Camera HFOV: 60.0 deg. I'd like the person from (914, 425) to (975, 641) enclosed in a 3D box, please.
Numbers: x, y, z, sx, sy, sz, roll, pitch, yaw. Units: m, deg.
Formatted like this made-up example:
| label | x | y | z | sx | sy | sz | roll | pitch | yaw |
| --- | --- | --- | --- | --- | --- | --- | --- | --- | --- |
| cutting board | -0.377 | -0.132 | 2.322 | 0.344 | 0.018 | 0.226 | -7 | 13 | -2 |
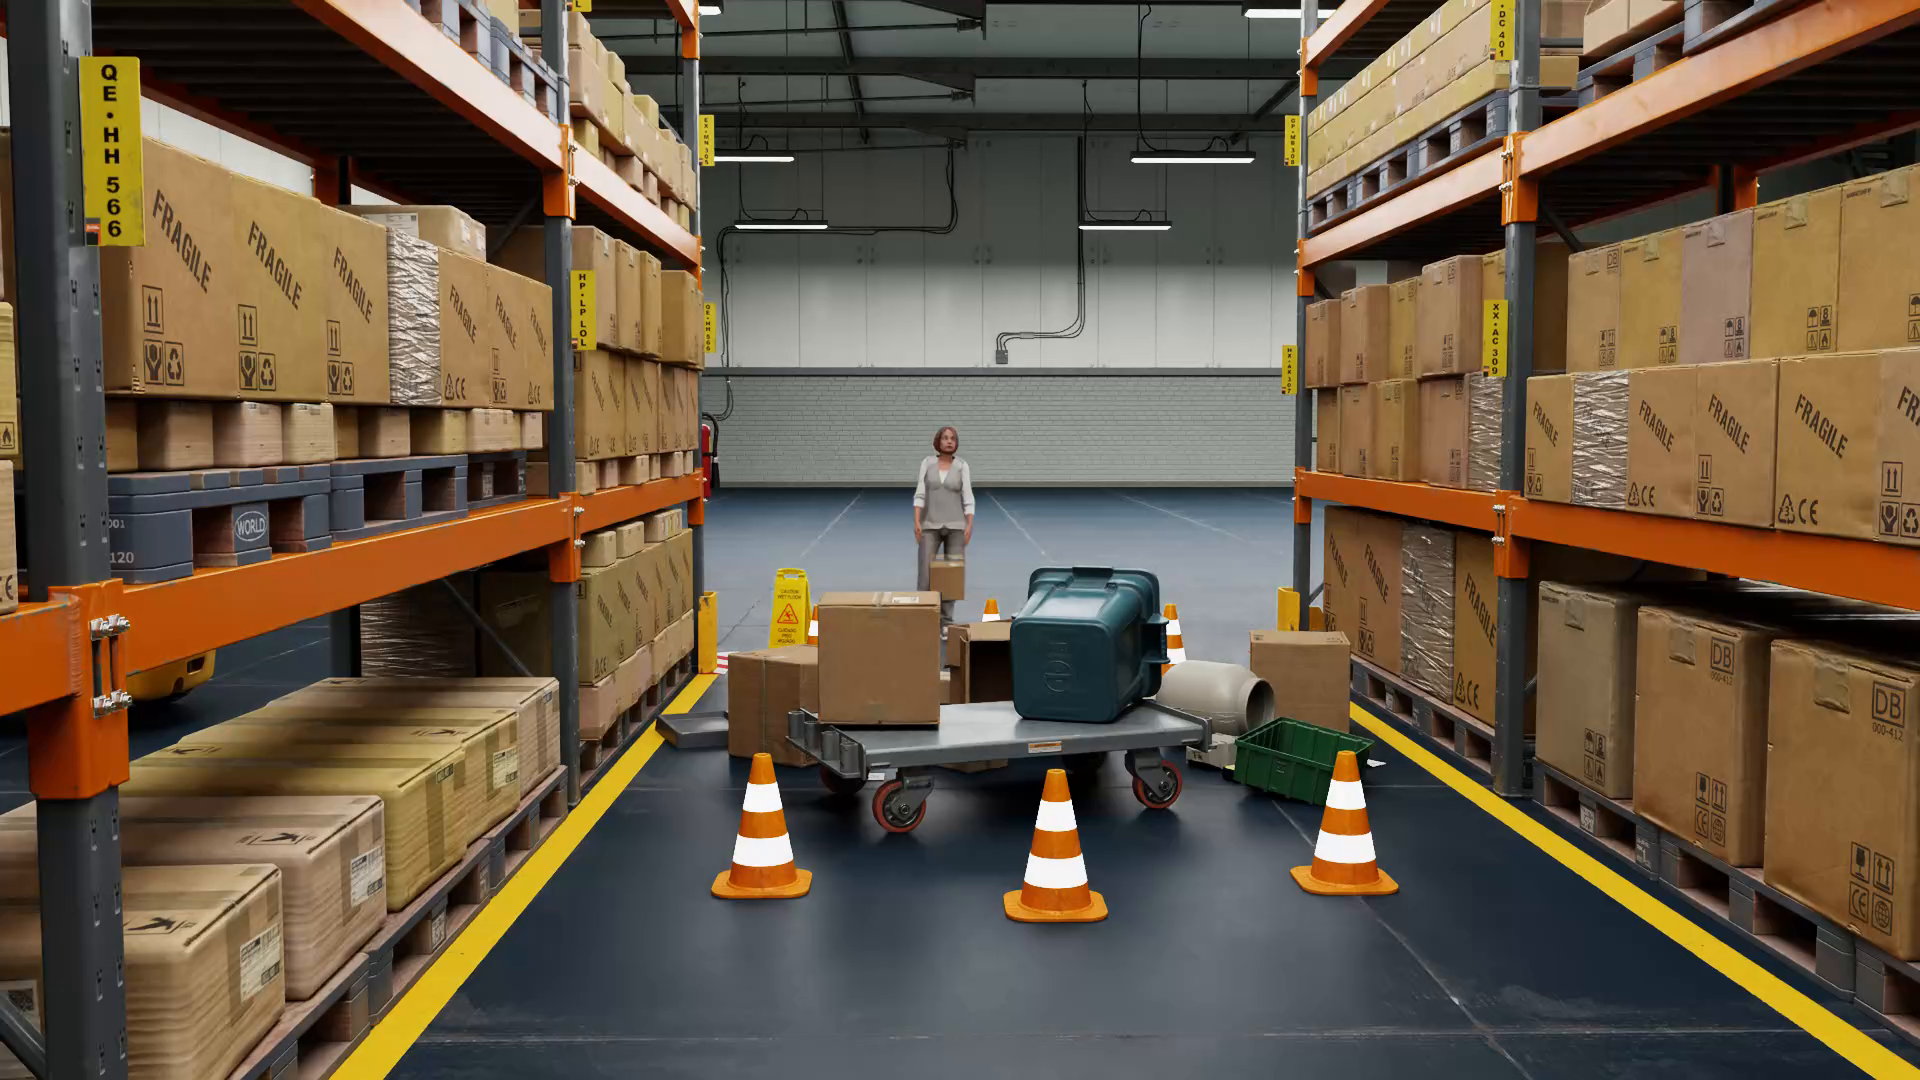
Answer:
| label | x | y | z | sx | sy | sz | roll | pitch | yaw |
| --- | --- | --- | --- | --- | --- | --- | --- | --- | --- |
| person | -0.134 | -0.041 | 12.374 | 0.501 | 1.574 | 0.473 | 0 | 4 | -1 |
